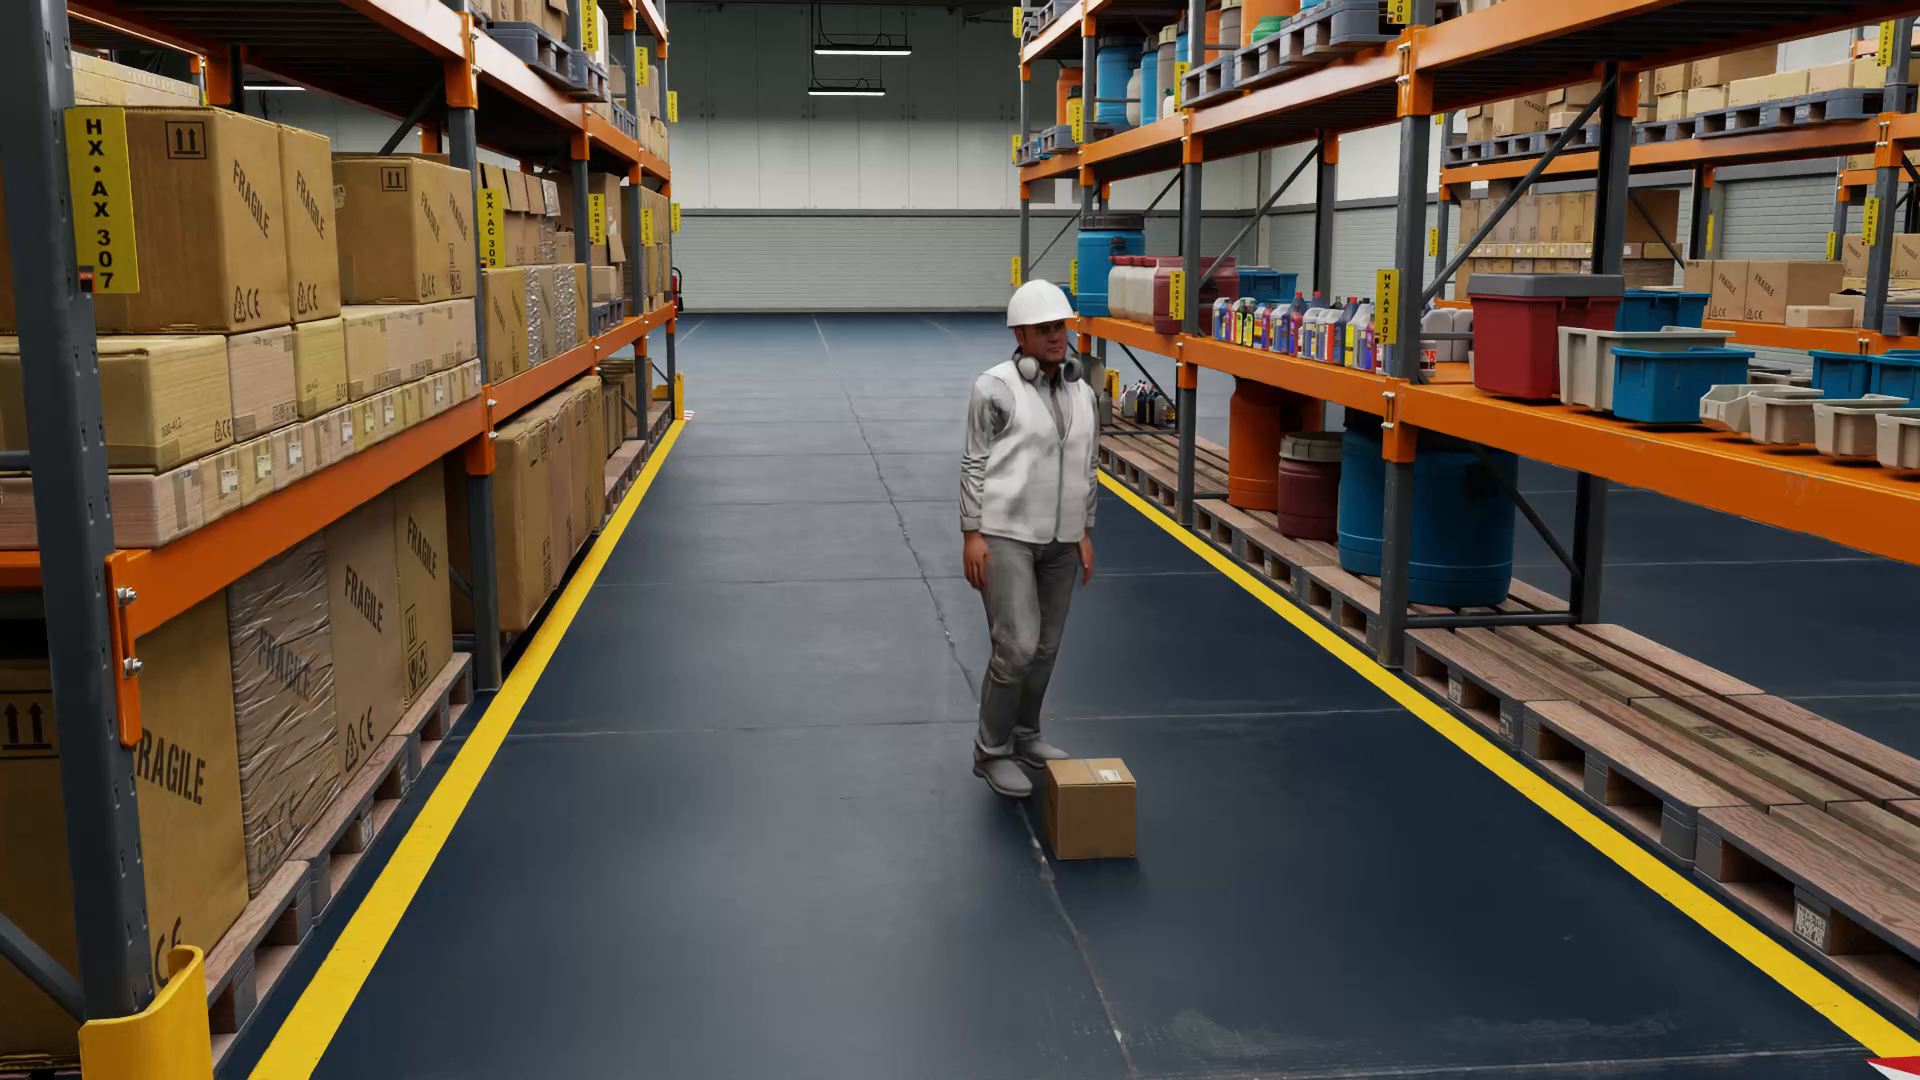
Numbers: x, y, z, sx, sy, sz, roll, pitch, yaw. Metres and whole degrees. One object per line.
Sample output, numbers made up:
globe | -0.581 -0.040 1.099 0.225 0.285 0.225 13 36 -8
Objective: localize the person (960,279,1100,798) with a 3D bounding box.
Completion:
person | 0.242 -0.025 5.841 0.558 1.762 0.489 -7 12 -35
